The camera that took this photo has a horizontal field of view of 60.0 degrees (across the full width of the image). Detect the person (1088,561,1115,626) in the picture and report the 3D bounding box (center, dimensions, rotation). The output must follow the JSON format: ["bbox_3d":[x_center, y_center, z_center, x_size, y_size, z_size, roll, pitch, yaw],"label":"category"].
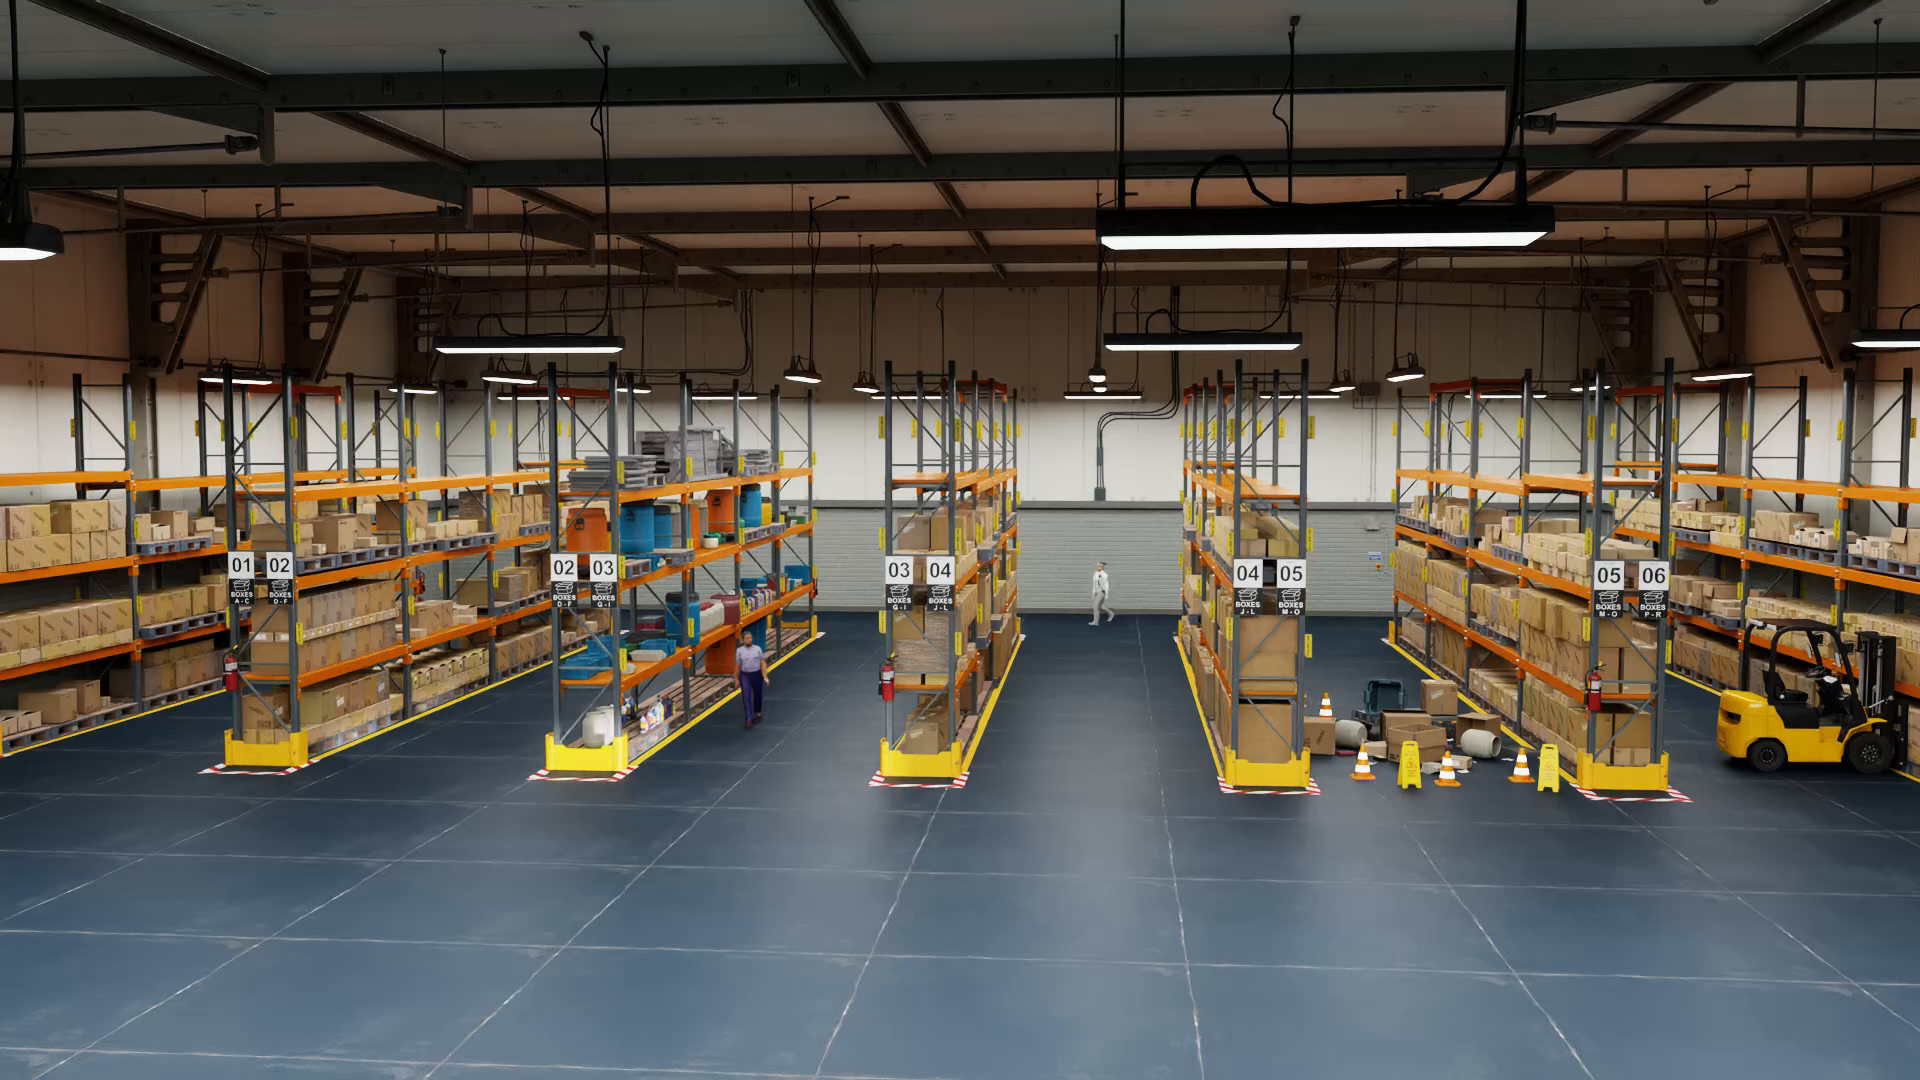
[{"bbox_3d":[3.640,1.354,42.675,0.840,1.652,0.464,-2,4,-24],"label":"person"}]

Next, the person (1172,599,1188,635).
[{"bbox_3d":[5.705,1.459,40.533,1.087,1.747,0.497,0,4,3],"label":"person"}]

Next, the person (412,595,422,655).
[{"bbox_3d":[-11.216,1.947,34.225,0.436,1.615,0.459,0,4,4],"label":"person"}]

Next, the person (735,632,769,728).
[{"bbox_3d":[-3.529,2.348,28.205,0.573,1.581,1.018,-1,4,-10],"label":"person"}]
